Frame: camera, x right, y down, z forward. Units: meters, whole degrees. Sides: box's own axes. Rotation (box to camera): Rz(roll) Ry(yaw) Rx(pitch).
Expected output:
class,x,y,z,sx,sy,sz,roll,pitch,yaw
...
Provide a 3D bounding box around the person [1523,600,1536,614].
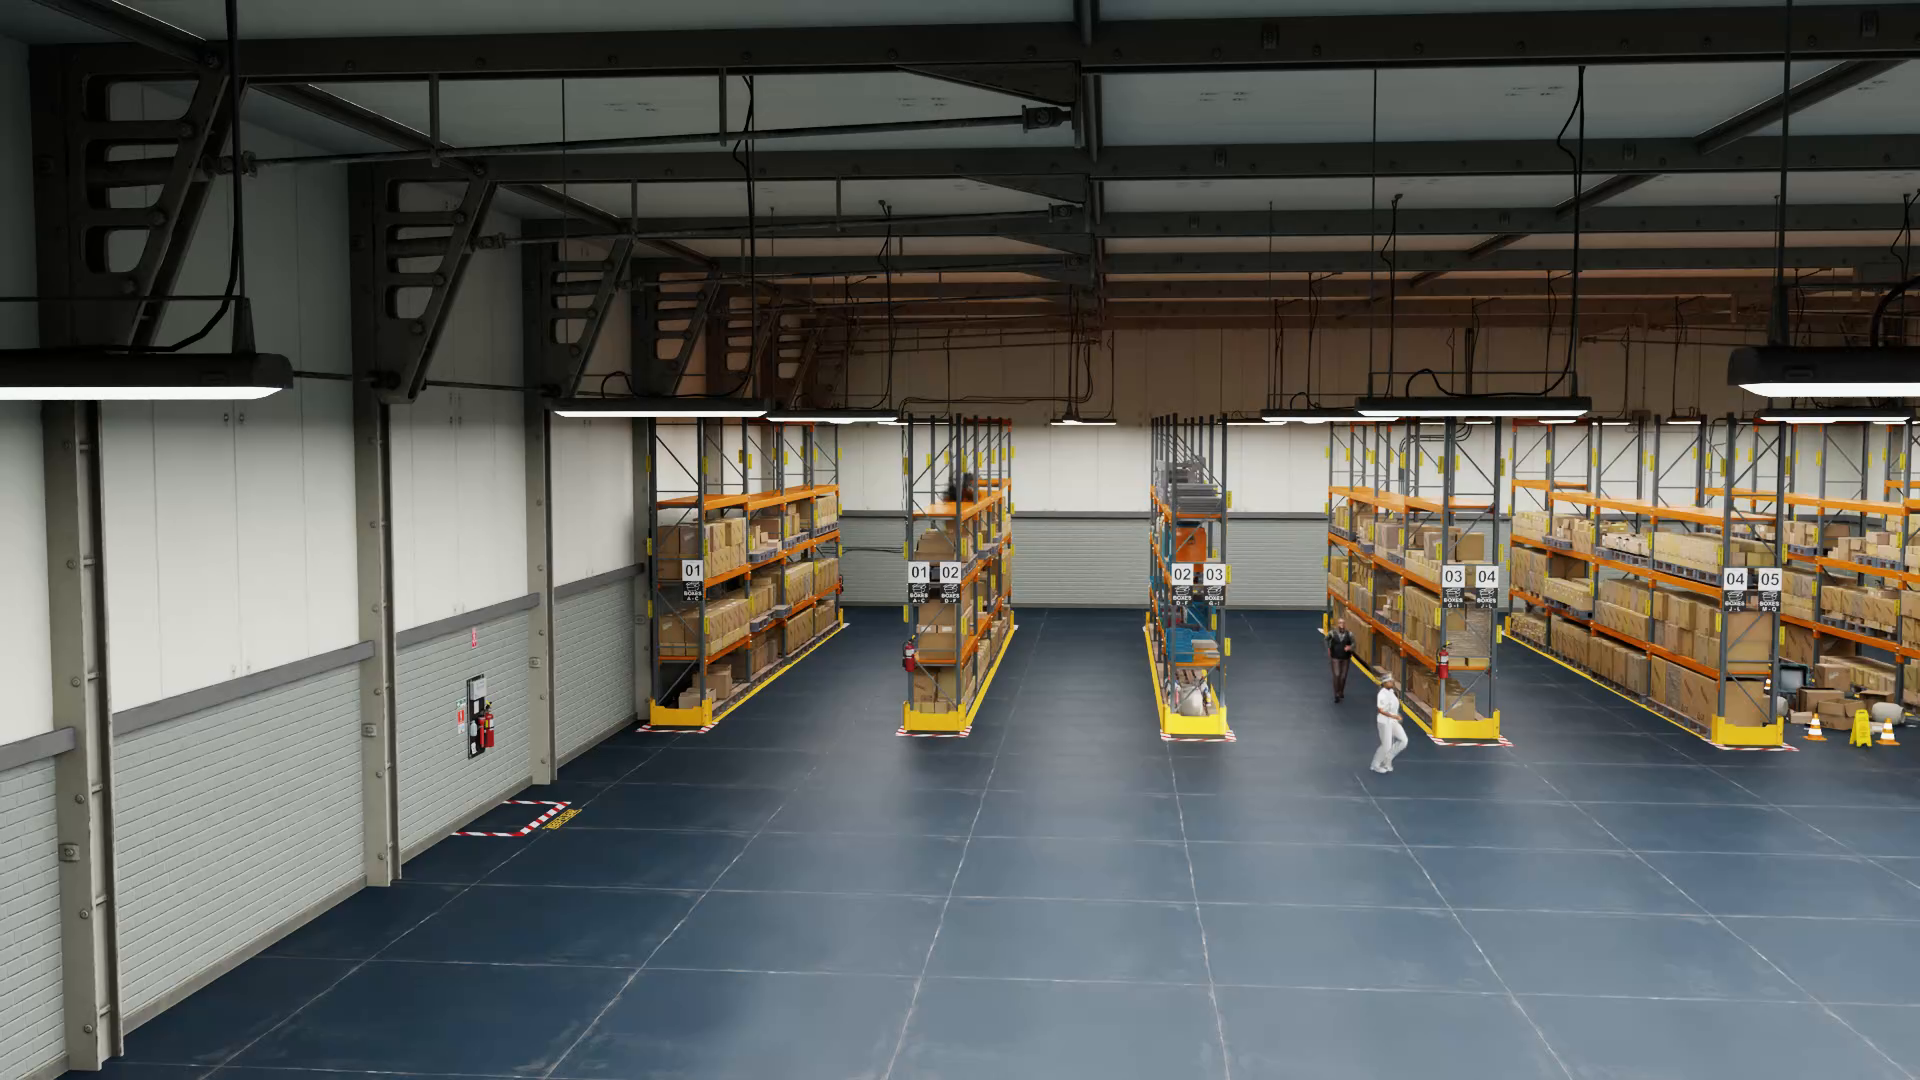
class,x,y,z,sx,sy,sz,roll,pitch,yaw
person,16.272,1.724,47.404,0.673,1.605,0.561,-4,5,-42

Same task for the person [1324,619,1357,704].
class,x,y,z,sx,sy,sz,roll,pitch,yaw
person,7.969,2.524,34.813,0.661,1.770,0.720,0,4,4

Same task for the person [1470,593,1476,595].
class,x,y,z,sx,sy,sz,roll,pitch,yaw
person,13.856,1.765,45.524,0.746,1.699,1.073,2,4,28

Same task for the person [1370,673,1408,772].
class,x,y,z,sx,sy,sz,roll,pitch,yaw
person,7.113,3.029,27.587,0.603,1.658,0.546,3,5,41
